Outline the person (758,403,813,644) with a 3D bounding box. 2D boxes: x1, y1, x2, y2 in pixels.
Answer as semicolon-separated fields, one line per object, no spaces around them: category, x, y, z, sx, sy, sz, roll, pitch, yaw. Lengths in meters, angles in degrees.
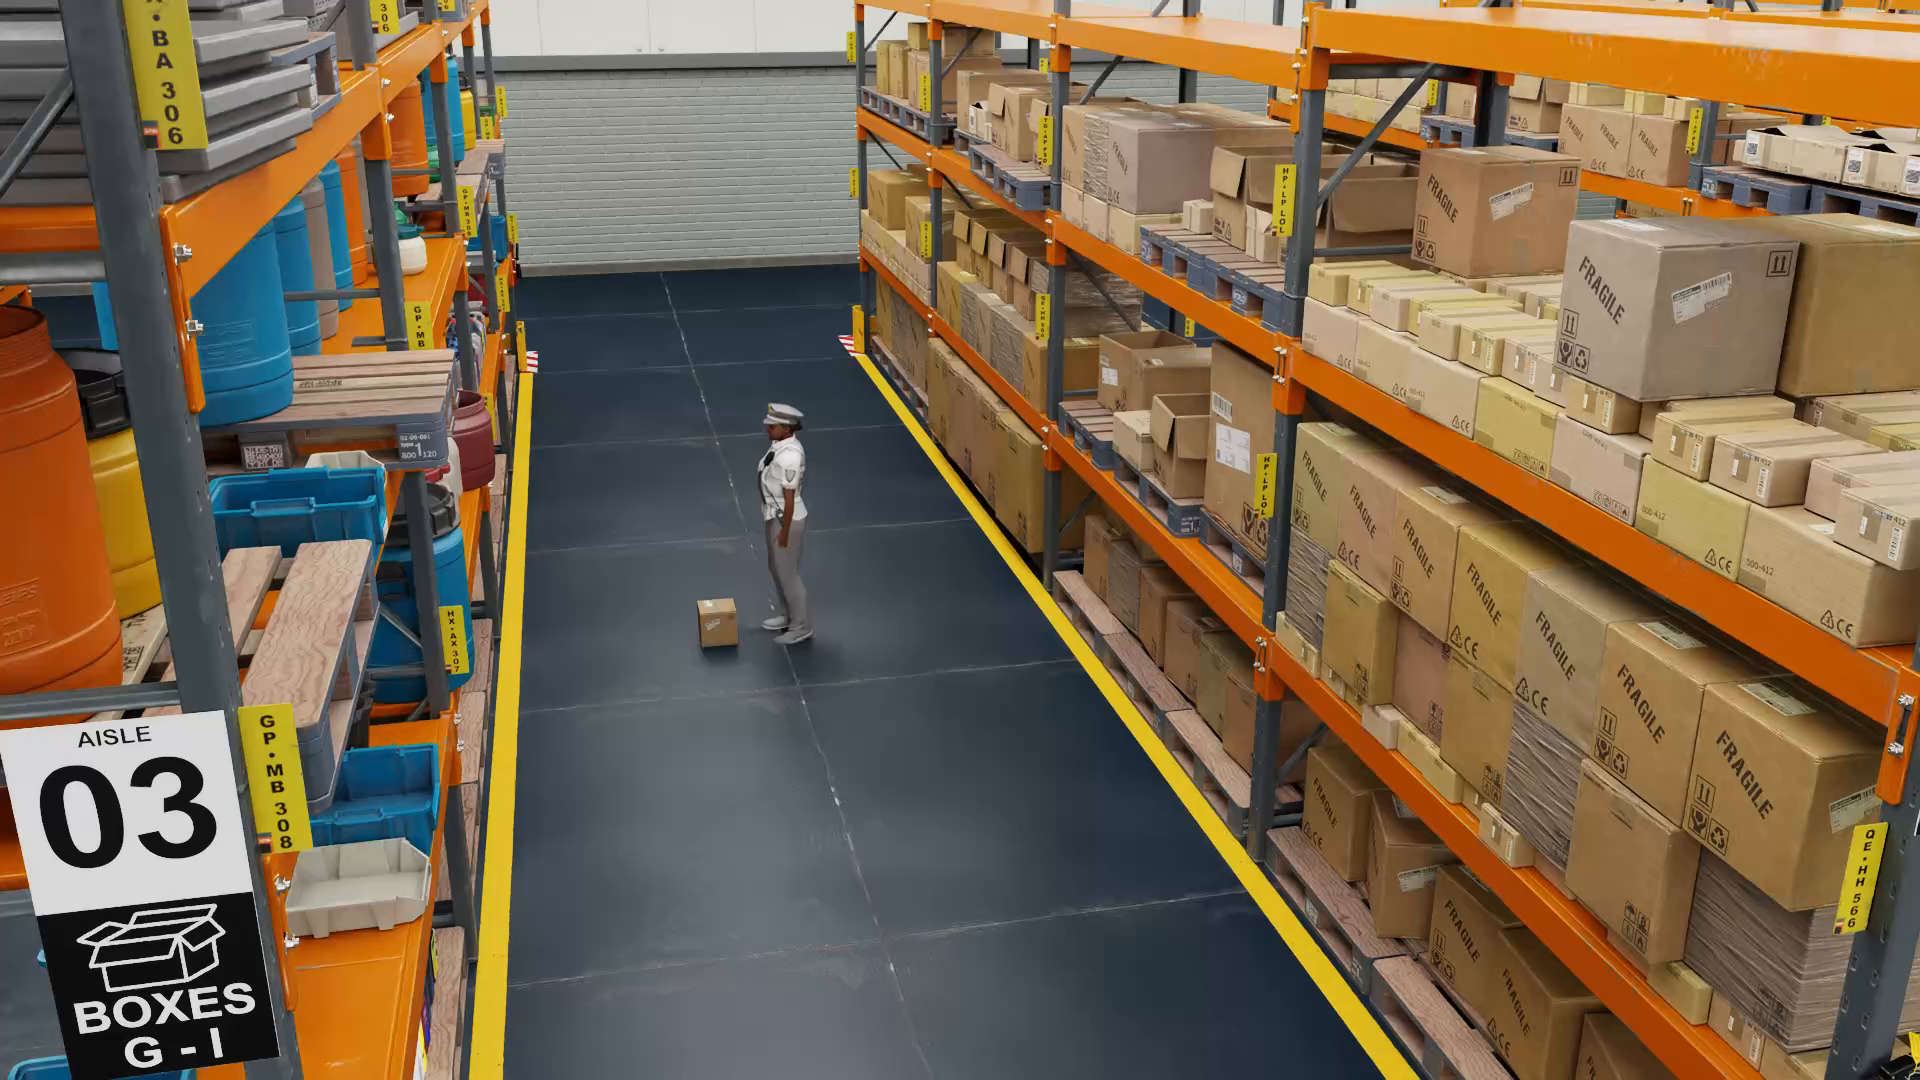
person;-1.215;-0.116;11.409;0.339;1.707;0.437;-4;20;-11
